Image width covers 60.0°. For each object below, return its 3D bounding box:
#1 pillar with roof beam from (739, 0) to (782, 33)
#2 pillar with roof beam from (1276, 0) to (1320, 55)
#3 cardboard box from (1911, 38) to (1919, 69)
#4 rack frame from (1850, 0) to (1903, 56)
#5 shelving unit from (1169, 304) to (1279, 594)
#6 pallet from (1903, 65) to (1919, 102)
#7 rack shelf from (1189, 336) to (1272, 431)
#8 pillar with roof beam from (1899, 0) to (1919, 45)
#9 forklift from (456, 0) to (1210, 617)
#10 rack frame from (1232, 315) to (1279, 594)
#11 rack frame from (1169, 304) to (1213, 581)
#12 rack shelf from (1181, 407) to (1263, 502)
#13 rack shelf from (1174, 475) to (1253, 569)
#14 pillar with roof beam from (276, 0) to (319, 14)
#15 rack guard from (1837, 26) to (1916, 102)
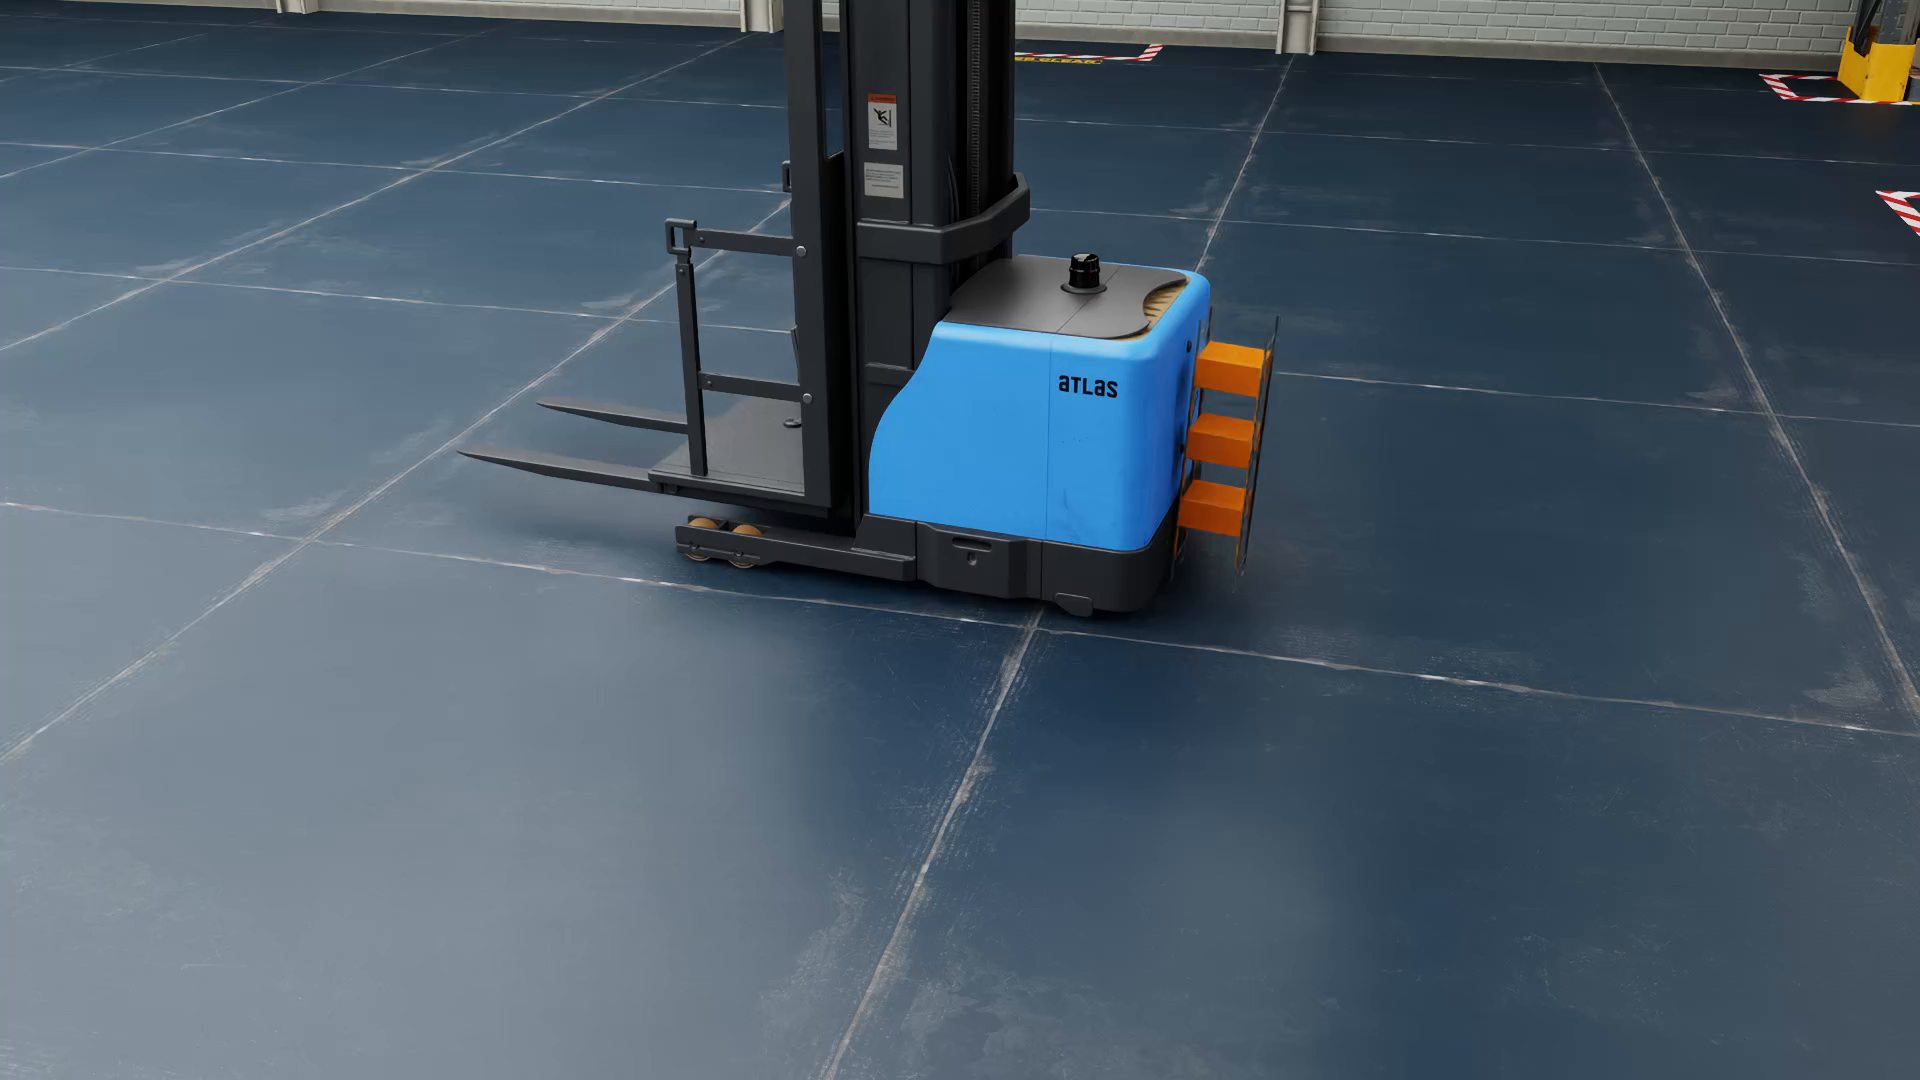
[{"bbox_3d":[-3.329,-8.080,13.253,0.400,9.000,9.100,6,26,13],"label":"pillar with roof beam"},{"bbox_3d":[2.482,-7.437,11.903,0.400,9.000,9.100,6,26,13],"label":"pillar with roof beam"},{"bbox_3d":[9.119,-4.467,15.258,0.500,0.311,0.500,3,26,7],"label":"cardboard box"},{"bbox_3d":[8.471,-5.593,15.009,0.127,3.000,1.000,6,26,13],"label":"rack frame"},{"bbox_3d":[0.981,-0.330,6.208,0.252,1.050,0.215,12,28,17],"label":"shelving unit"},{"bbox_3d":[9.323,-4.225,15.378,1.213,0.211,1.003,6,26,13],"label":"pallet"},{"bbox_3d":[0.994,-0.574,6.087,0.240,0.259,0.215,12,28,17],"label":"rack shelf"},{"bbox_3d":[8.293,-6.795,10.554,0.400,9.000,9.100,6,26,13],"label":"pillar with roof beam"},{"bbox_3d":[-0.593,-1.415,6.312,3.031,2.935,1.130,9,27,18],"label":"forklift"},{"bbox_3d":[1.096,-0.306,6.172,0.008,1.050,0.200,12,28,17],"label":"rack frame"},{"bbox_3d":[0.867,-0.353,6.244,0.008,1.050,0.200,12,28,17],"label":"rack frame"},{"bbox_3d":[0.981,-0.320,6.213,0.240,0.259,0.215,12,28,17],"label":"rack shelf"},{"bbox_3d":[0.968,-0.072,6.336,0.240,0.259,0.215,12,28,17],"label":"rack shelf"},{"bbox_3d":[-9.140,-8.722,14.602,0.400,9.000,9.100,6,26,13],"label":"pillar with roof beam"},{"bbox_3d":[8.545,-4.457,15.529,0.348,0.500,1.175,6,26,13],"label":"rack guard"}]
